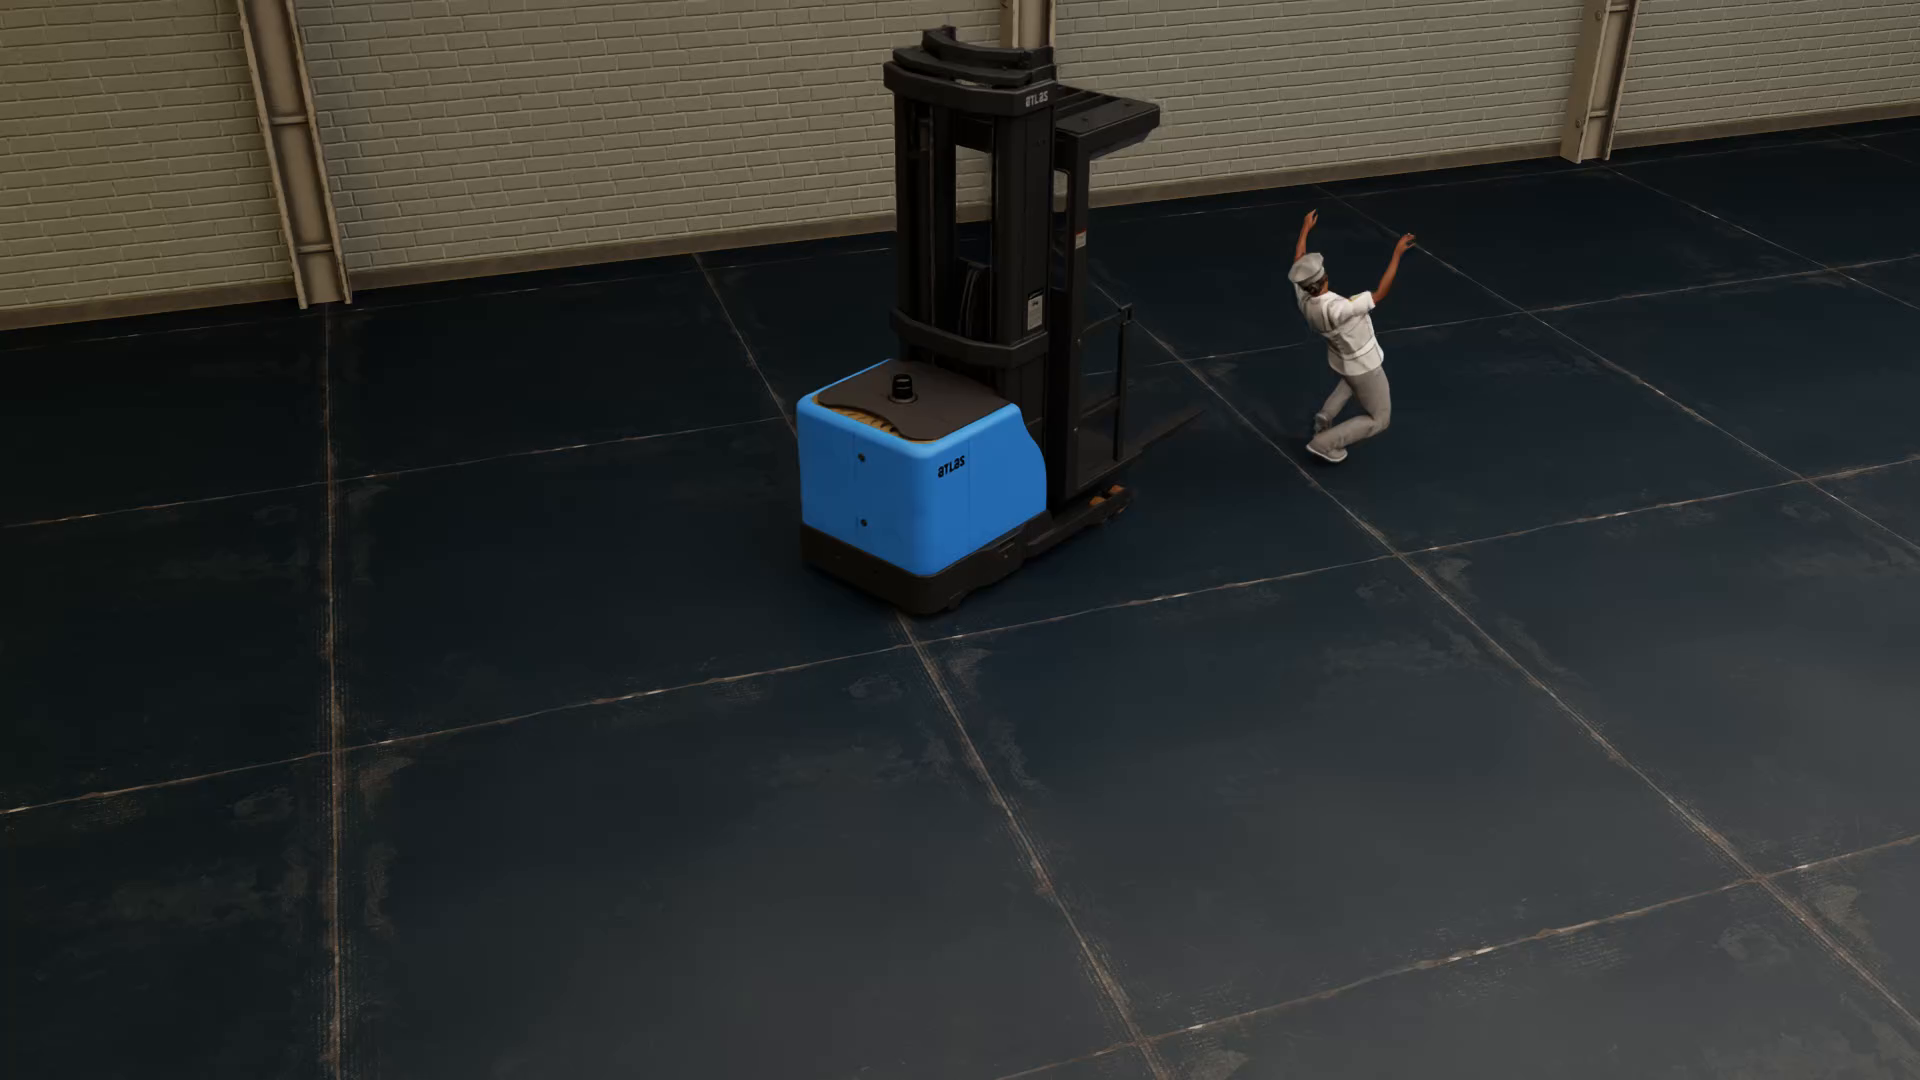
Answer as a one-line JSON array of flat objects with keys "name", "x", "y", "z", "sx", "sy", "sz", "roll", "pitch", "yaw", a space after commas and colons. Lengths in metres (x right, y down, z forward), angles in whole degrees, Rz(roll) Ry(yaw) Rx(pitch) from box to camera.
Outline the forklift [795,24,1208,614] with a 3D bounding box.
[{"name": "forklift", "x": 0.417, "y": -1.517, "z": 9.724, "sx": 1.130, "sy": 2.935, "sz": 3.031, "roll": 24, "pitch": 37, "yaw": 35}]

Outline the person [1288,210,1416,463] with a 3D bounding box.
[{"name": "person", "x": 2.405, "y": -1.299, "z": 10.724, "sx": 0.795, "sy": 1.589, "sz": 0.932, "roll": -9, "pitch": 31, "yaw": -15}]
